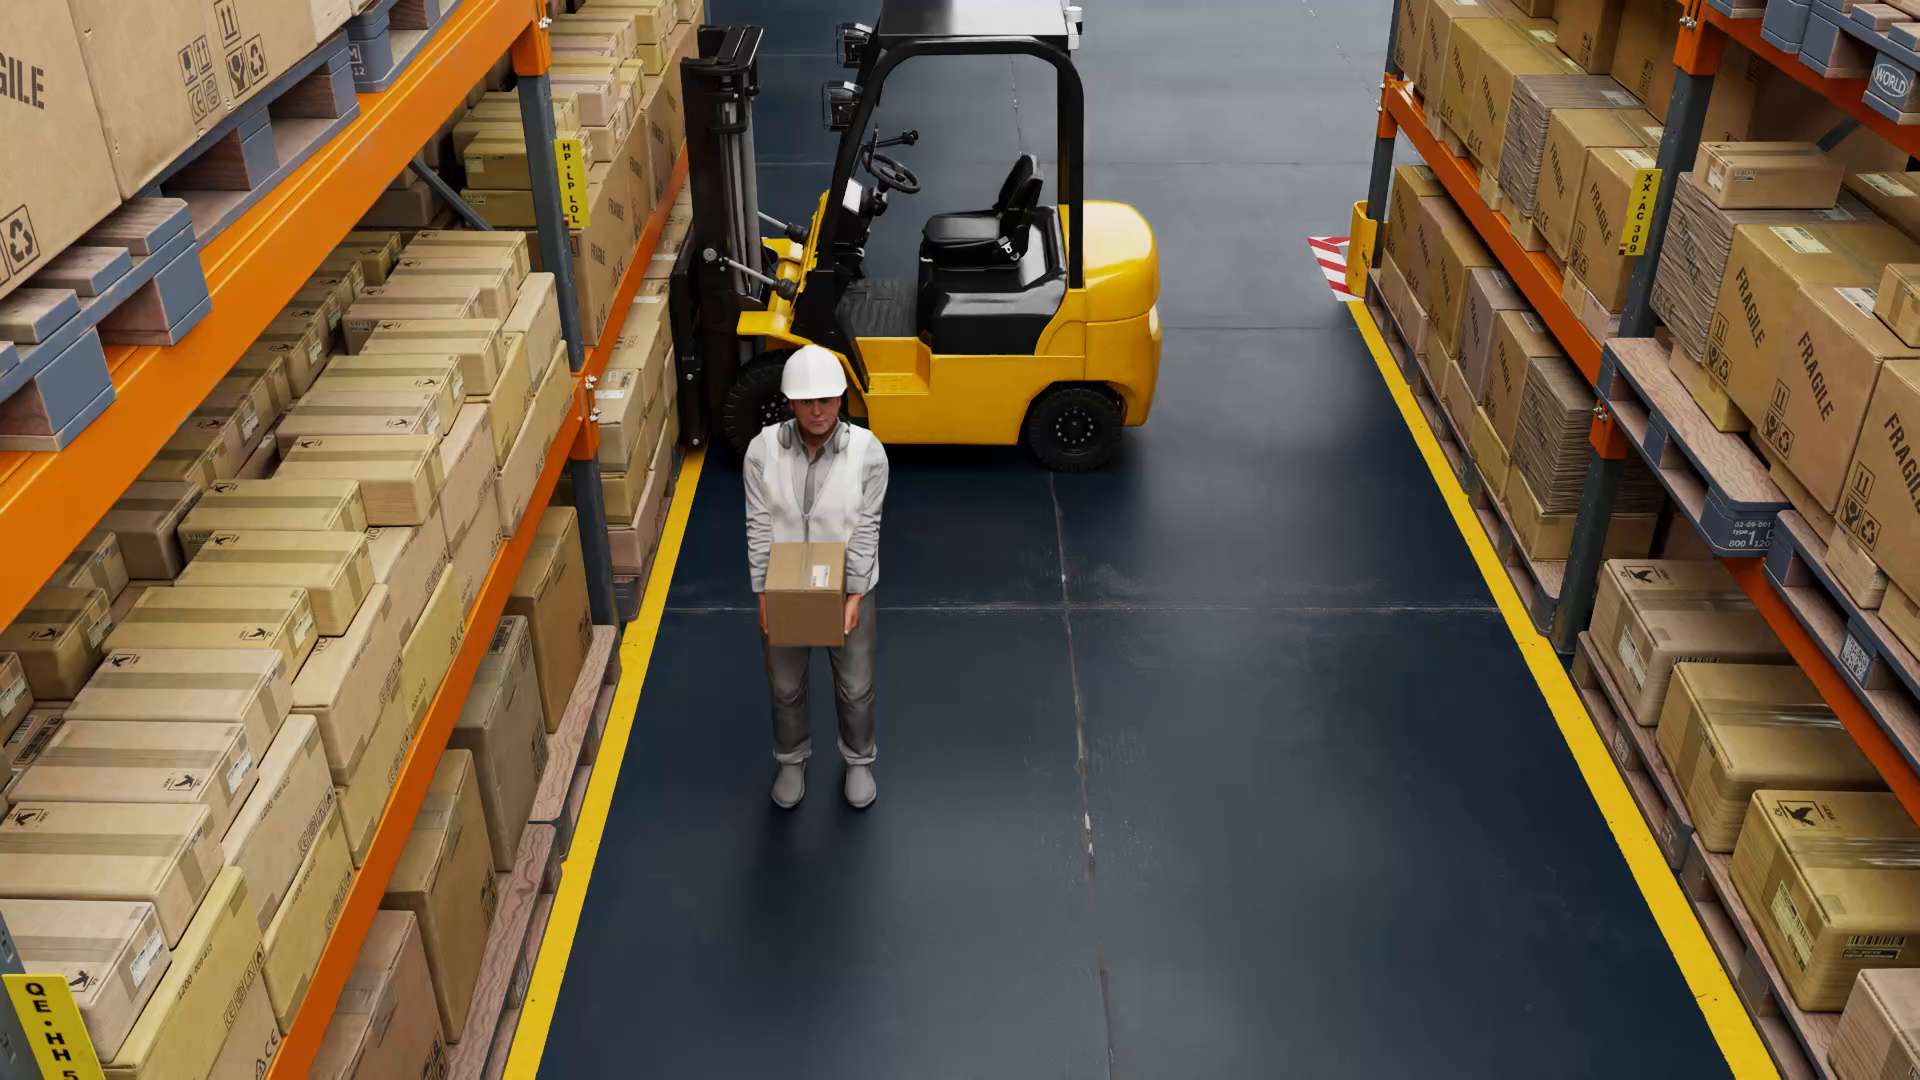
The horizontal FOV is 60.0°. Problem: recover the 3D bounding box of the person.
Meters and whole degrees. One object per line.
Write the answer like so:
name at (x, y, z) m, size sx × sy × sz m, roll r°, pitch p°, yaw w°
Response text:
person at (-0.489, 0.201, 5.786) m, size 0.494 × 1.767 × 0.545 m, roll 0°, pitch 31°, yaw 0°
